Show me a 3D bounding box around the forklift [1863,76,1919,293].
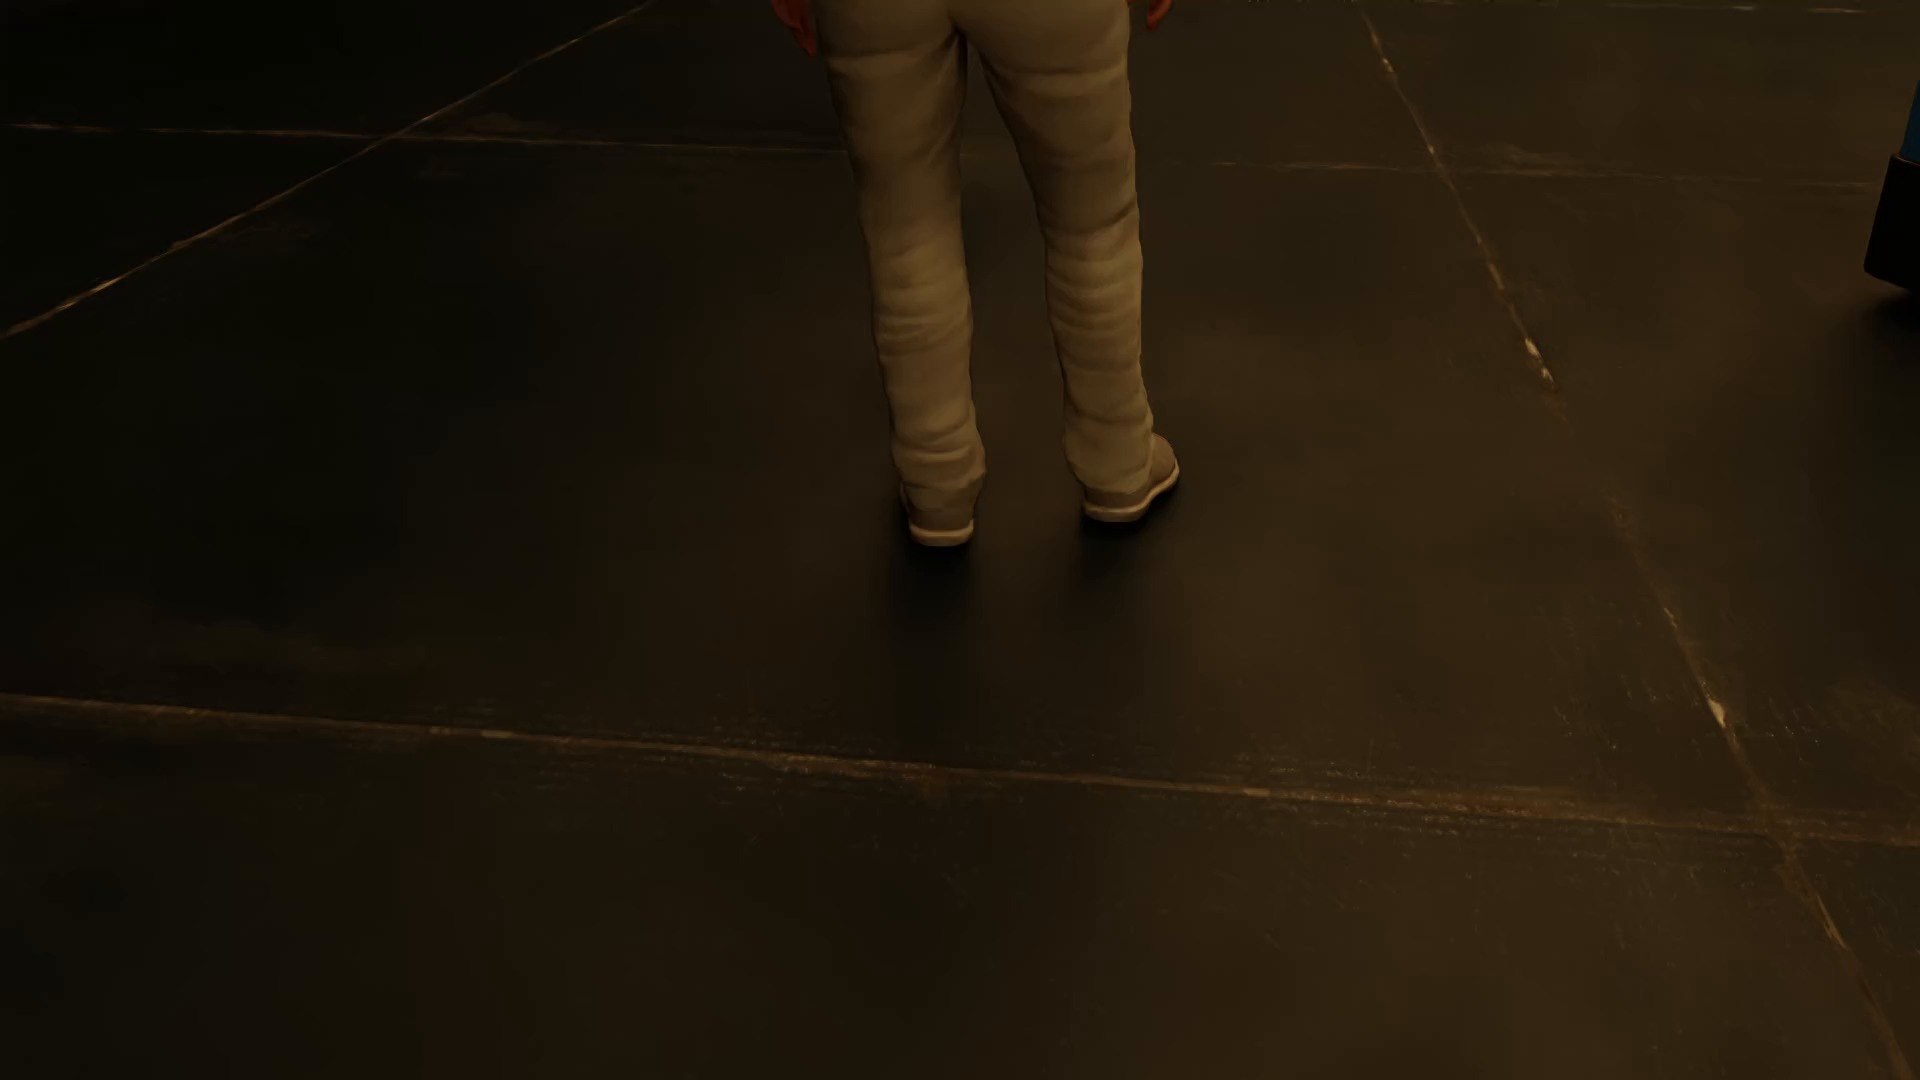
[{"bbox_3d":[3.453,-1.845,2.915,3.031,2.935,1.130,-10,28,-18],"label":"forklift"}]

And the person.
[{"bbox_3d":[0.033,-0.785,2.190,0.598,1.669,0.529,3,27,7],"label":"person"}]
